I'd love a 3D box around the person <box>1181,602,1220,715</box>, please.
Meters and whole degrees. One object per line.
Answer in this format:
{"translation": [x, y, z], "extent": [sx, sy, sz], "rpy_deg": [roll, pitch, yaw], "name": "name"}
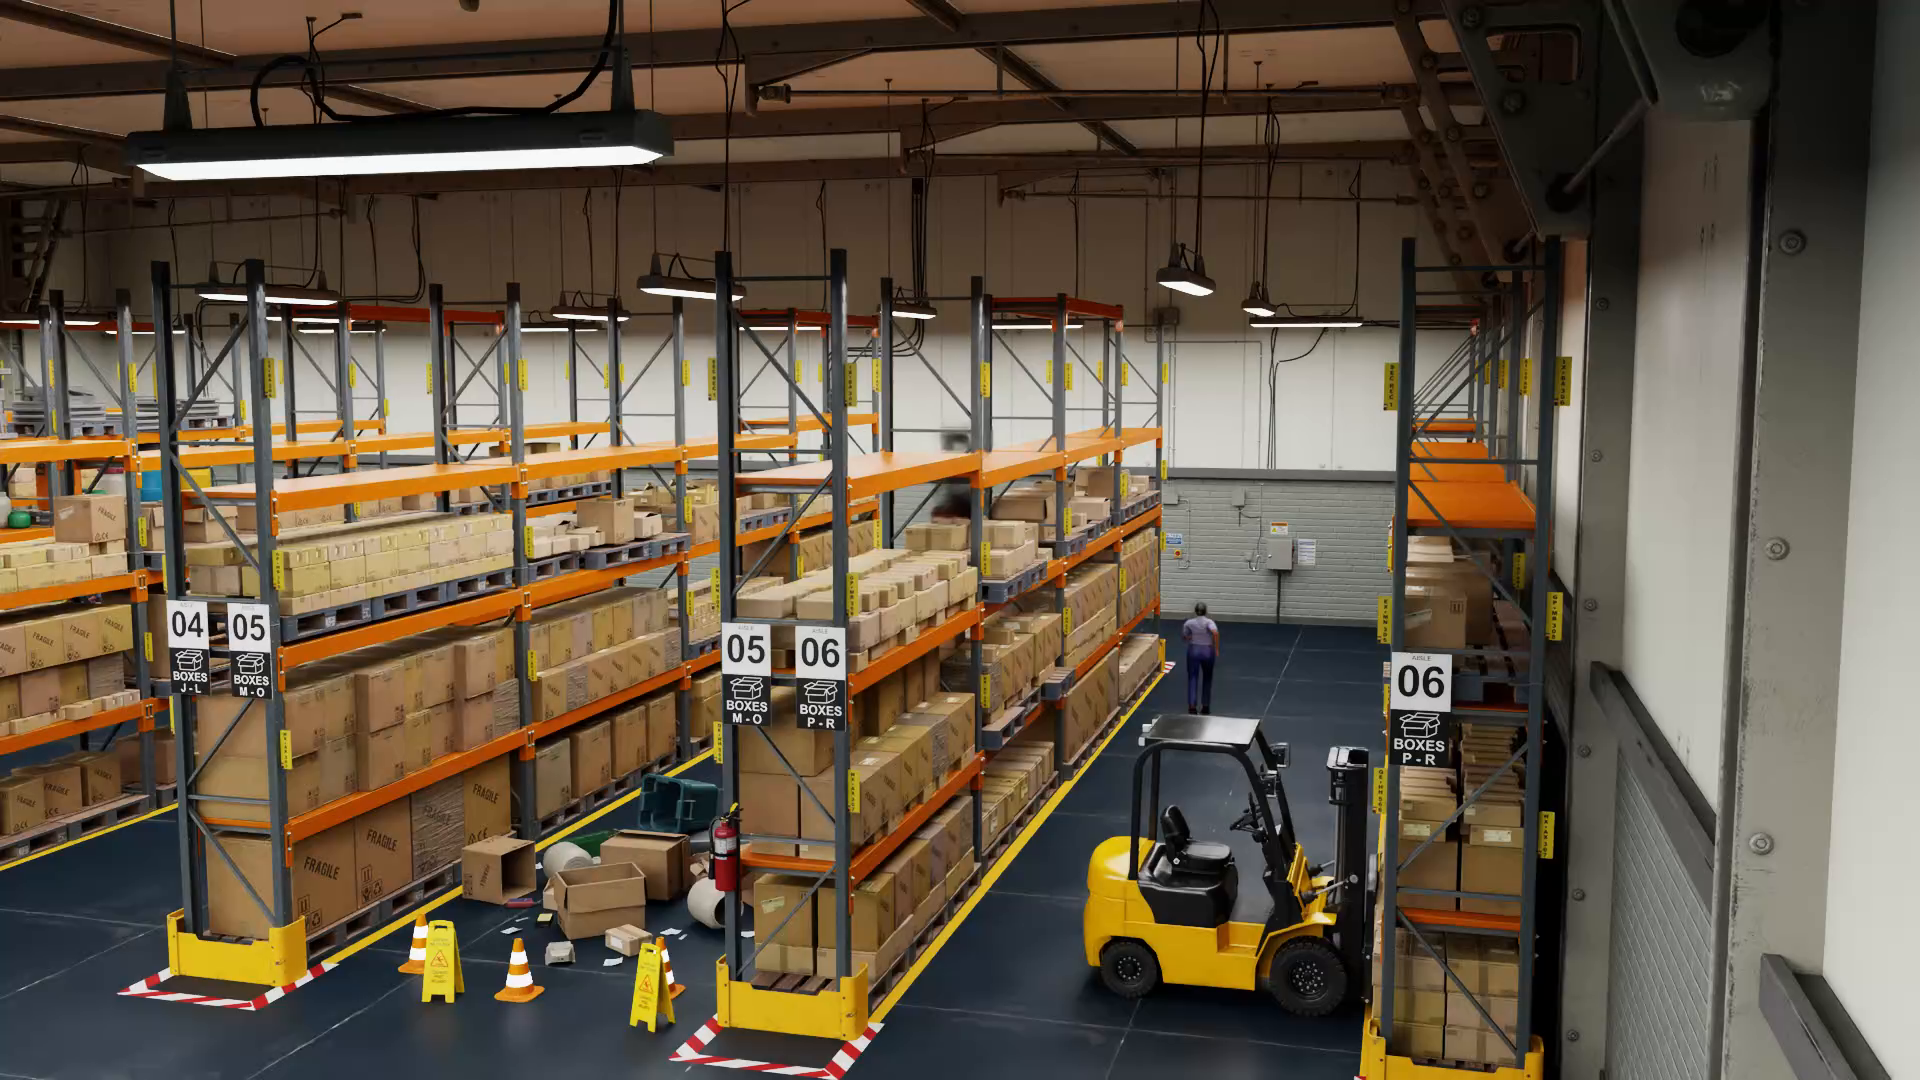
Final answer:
{"translation": [3.523, 1.760, 24.426], "extent": [0.580, 1.690, 0.838], "rpy_deg": [1, 6, 12], "name": "person"}
